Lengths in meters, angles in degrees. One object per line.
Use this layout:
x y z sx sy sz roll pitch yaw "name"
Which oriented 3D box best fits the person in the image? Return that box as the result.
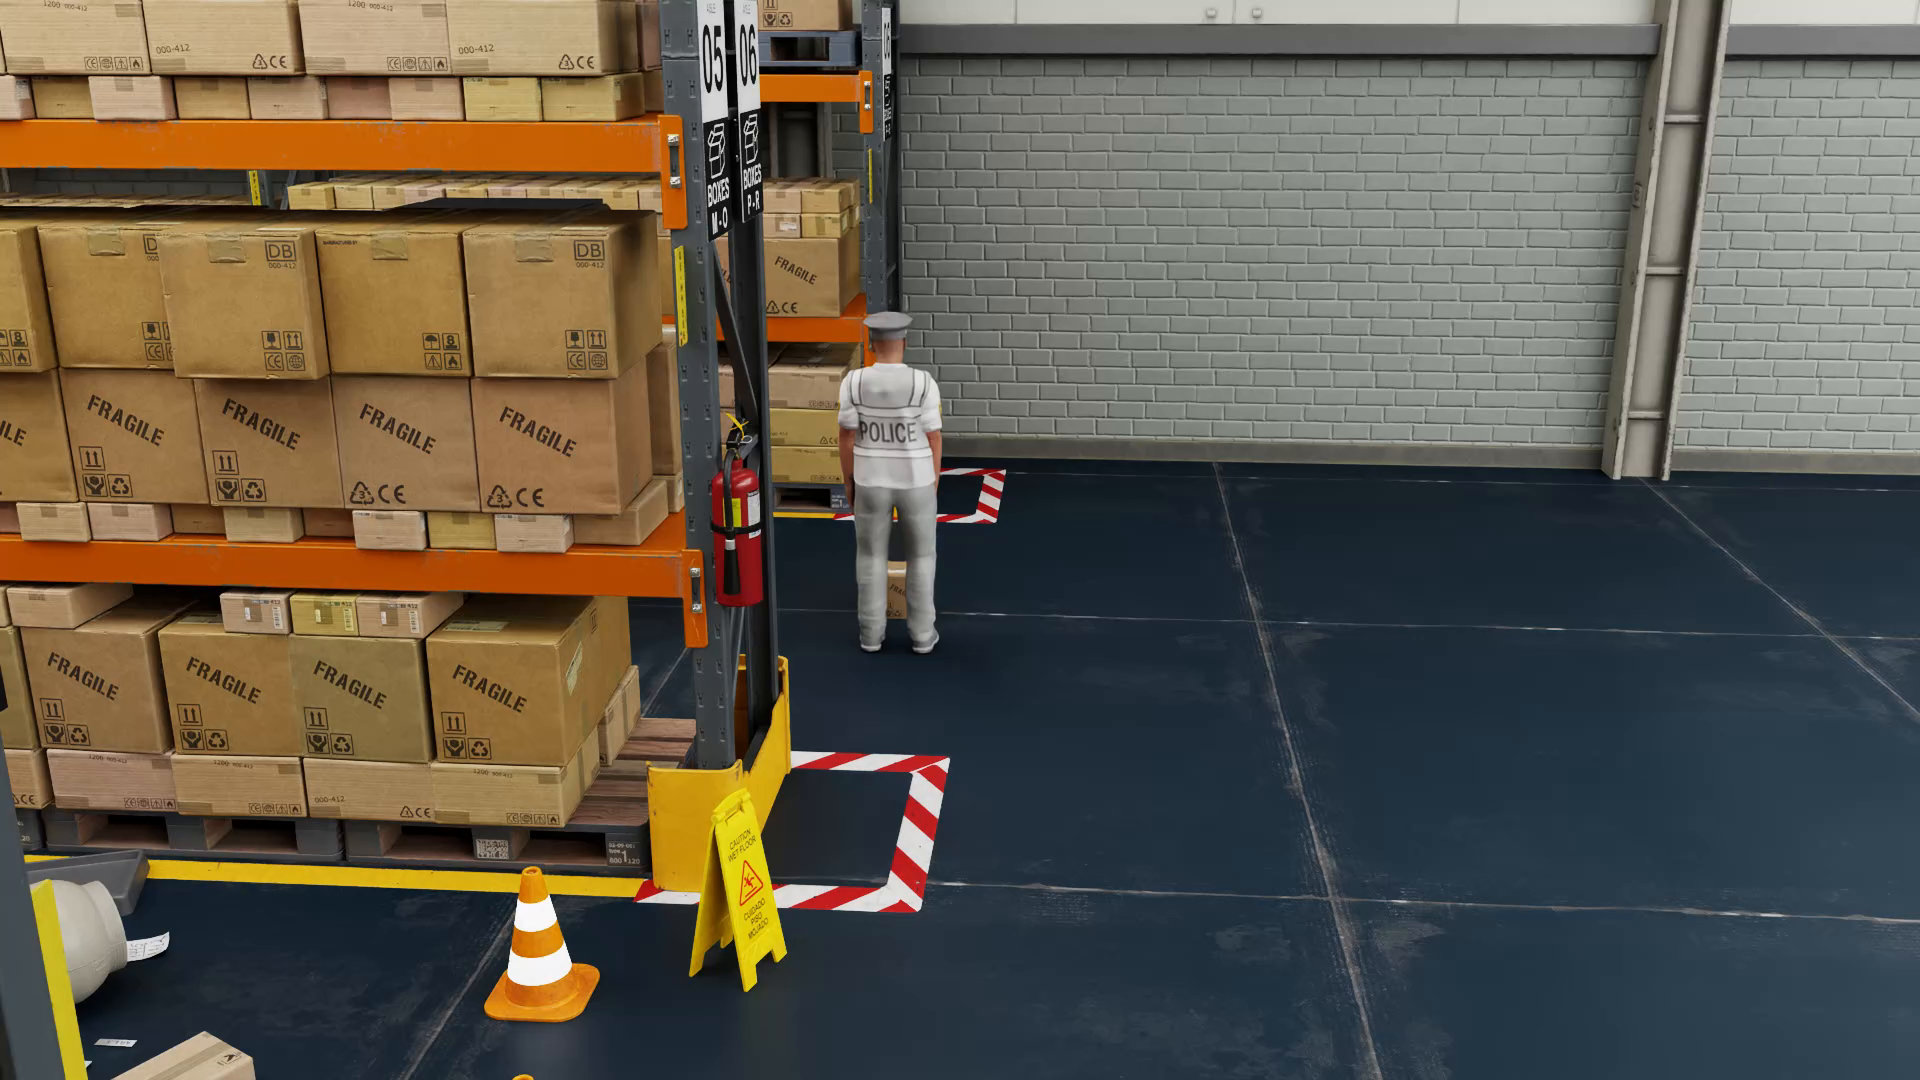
-0.348 -0.284 8.464 0.528 1.742 0.393 2 17 5 "person"
